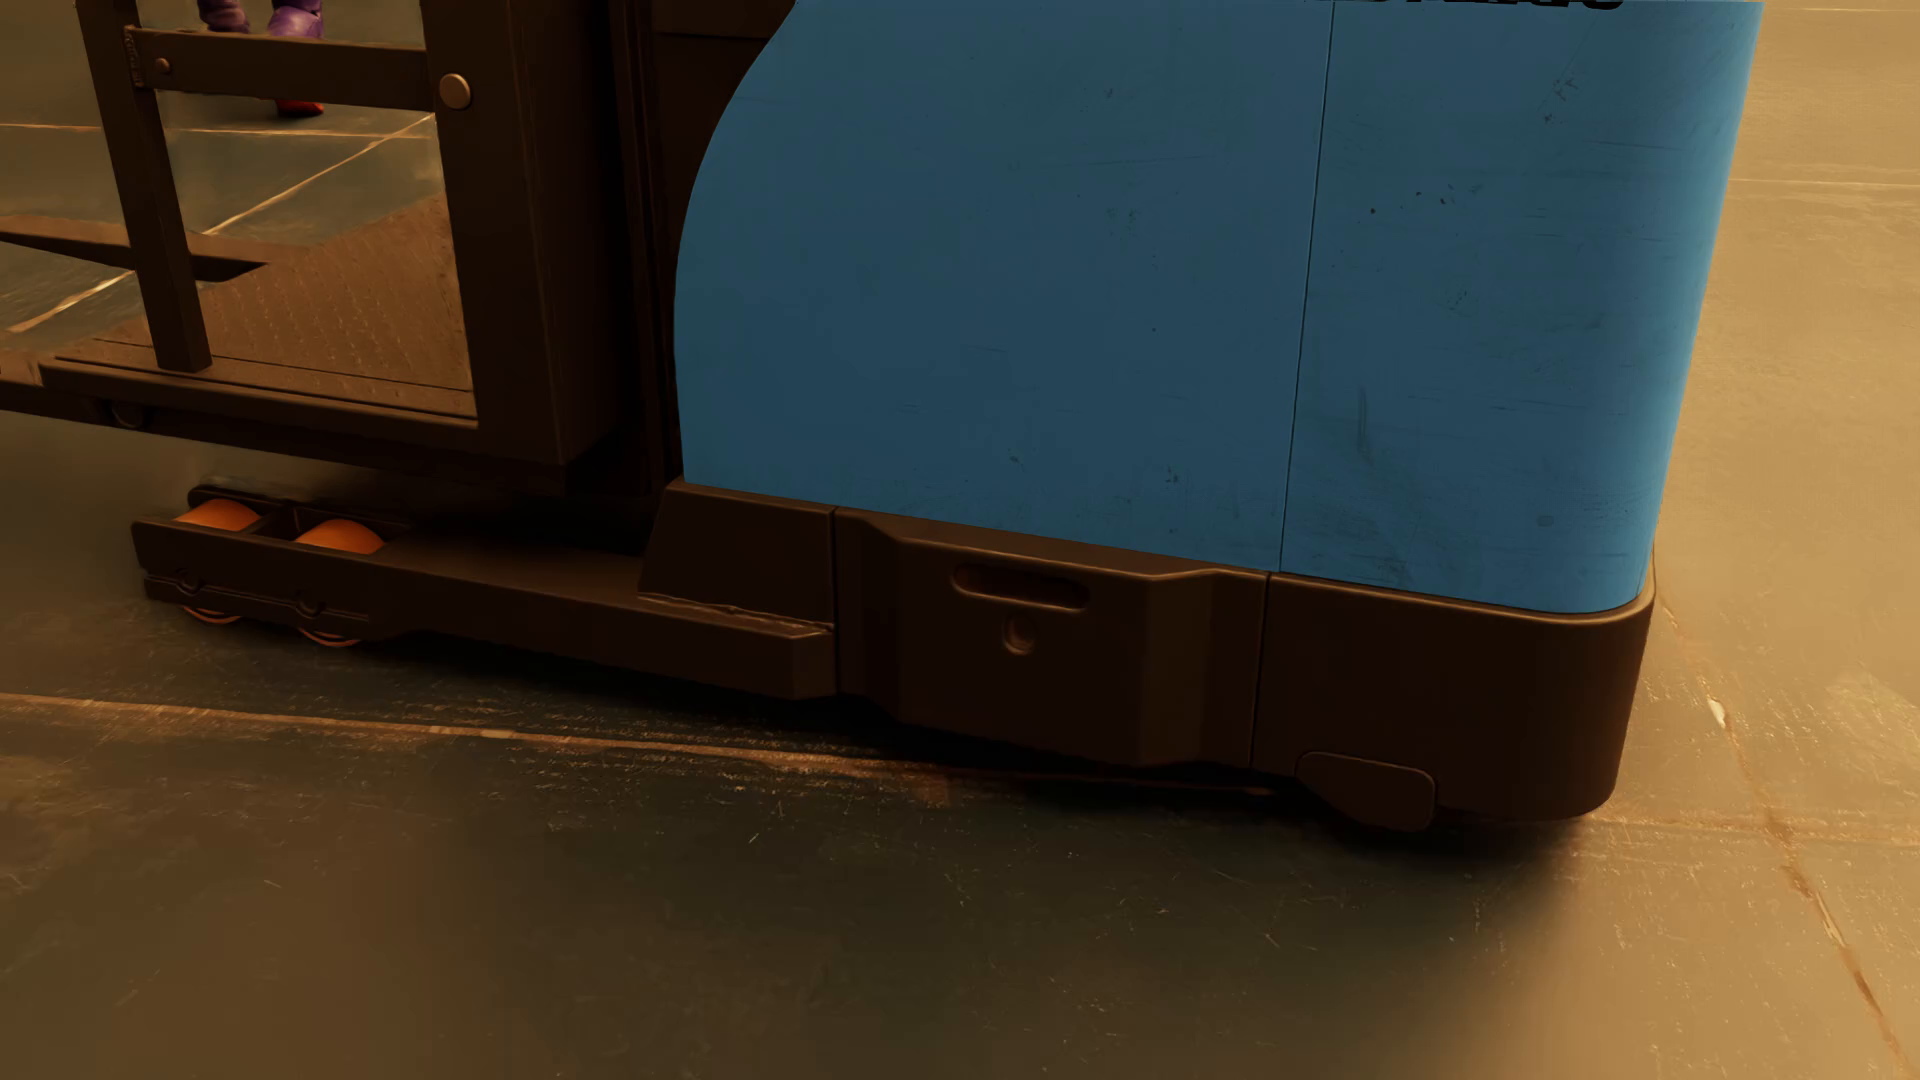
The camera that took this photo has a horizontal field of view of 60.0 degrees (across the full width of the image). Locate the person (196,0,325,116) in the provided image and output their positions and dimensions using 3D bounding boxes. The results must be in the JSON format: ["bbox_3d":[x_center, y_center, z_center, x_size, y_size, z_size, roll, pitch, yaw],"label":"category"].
[{"bbox_3d":[-2.405,-1.955,4.933,0.909,1.364,0.933,-21,33,-35],"label":"person"}]

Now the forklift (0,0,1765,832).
[{"bbox_3d":[-0.582,-1.381,1.985,3.031,2.935,1.130,9,28,17],"label":"forklift"}]
